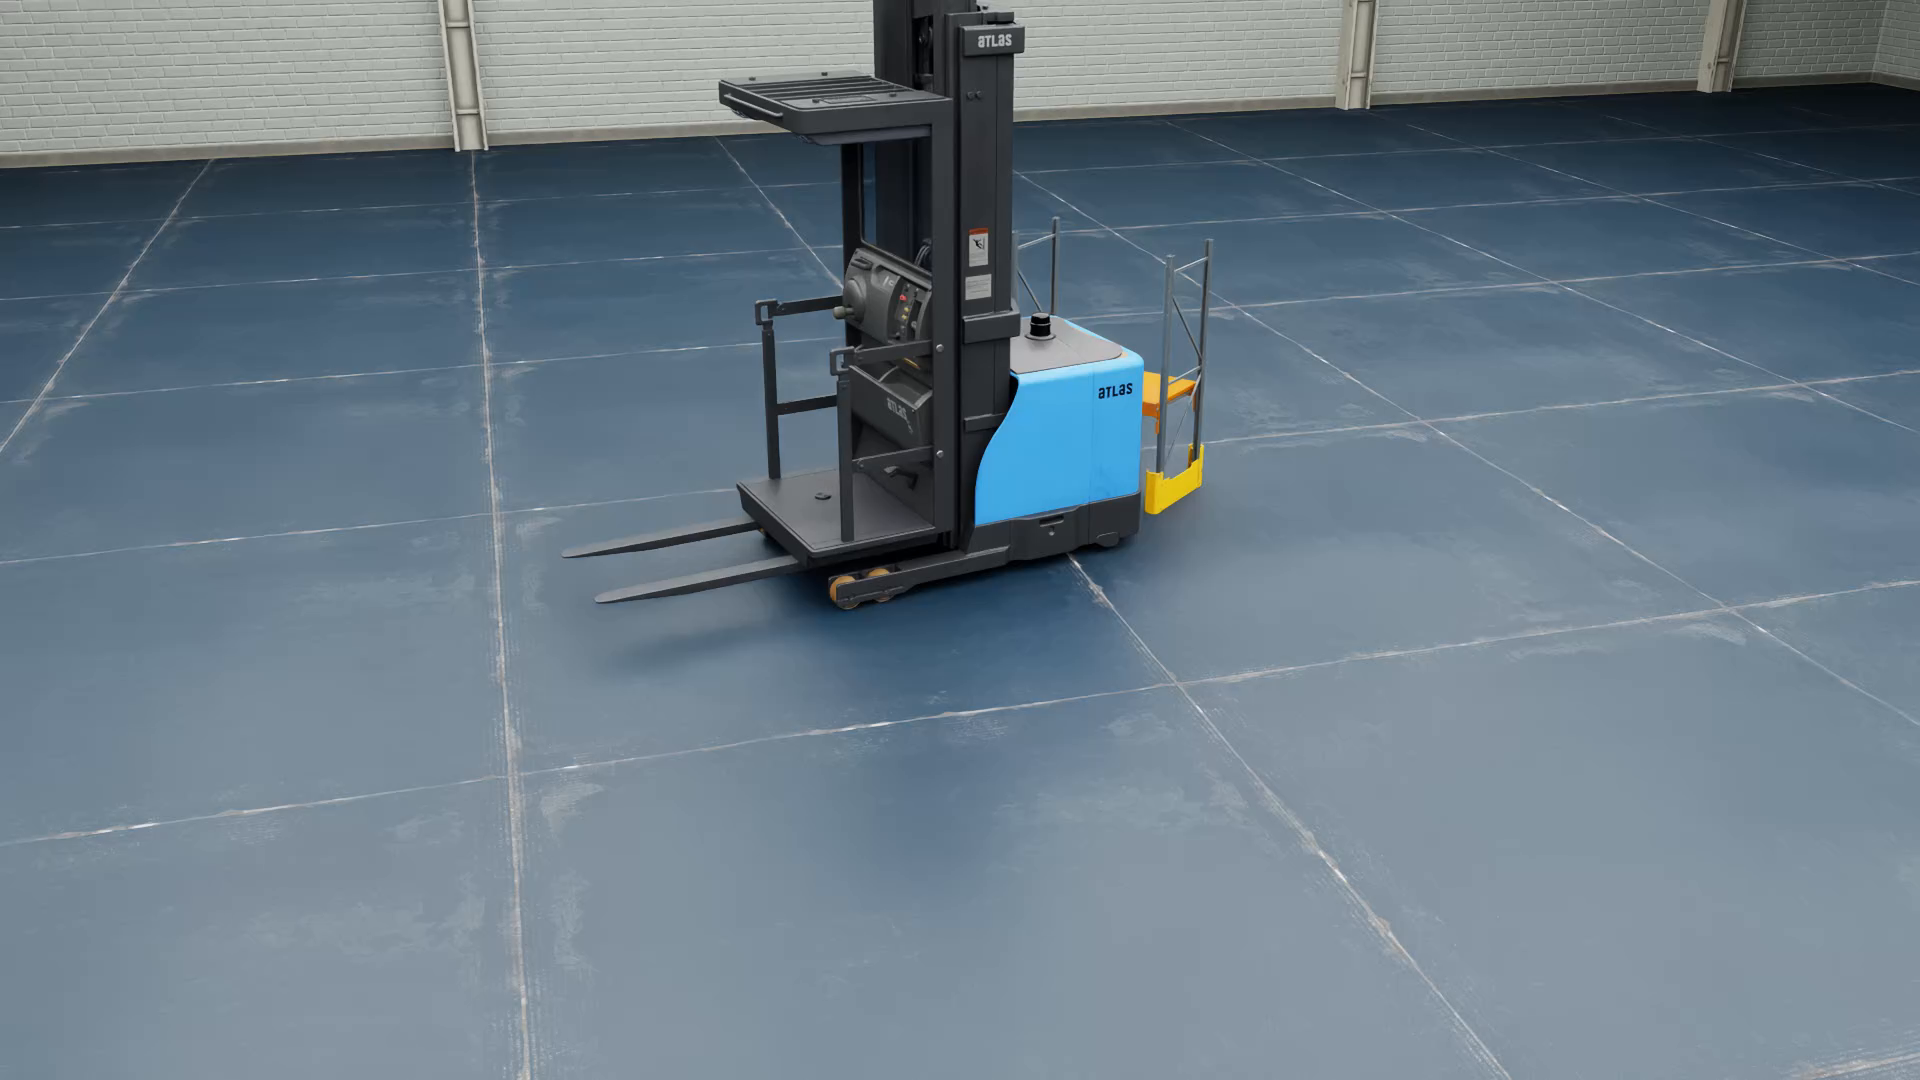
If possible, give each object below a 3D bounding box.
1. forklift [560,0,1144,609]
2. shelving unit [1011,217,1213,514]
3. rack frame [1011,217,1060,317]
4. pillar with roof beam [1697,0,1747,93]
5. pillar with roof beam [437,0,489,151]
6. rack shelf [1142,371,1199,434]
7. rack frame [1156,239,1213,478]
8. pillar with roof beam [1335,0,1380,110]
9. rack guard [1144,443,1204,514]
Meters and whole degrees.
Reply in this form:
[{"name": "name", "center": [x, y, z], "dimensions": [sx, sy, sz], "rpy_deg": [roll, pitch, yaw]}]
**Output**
[{"name": "forklift", "center": [-0.555, -1.233, 8.407], "dimensions": [3.031, 2.935, 1.130], "rpy_deg": [-12, 26, -25]}, {"name": "shelving unit", "center": [0.853, -1.050, 9.795], "dimensions": [1.083, 1.500, 0.587], "rpy_deg": [15, 28, 32]}, {"name": "rack frame", "center": [0.443, -1.163, 10.058], "dimensions": [0.032, 1.500, 0.500], "rpy_deg": [15, 28, 32]}, {"name": "pillar with roof beam", "center": [12.475, -9.247, 19.389], "dimensions": [0.400, 9.000, 9.100], "rpy_deg": [-6, 24, -14]}, {"name": "pillar with roof beam", "center": [-4.856, -7.330, 14.921], "dimensions": [0.400, 9.000, 9.100], "rpy_deg": [-6, 24, -14]}, {"name": "rack shelf", "center": [0.861, -0.883, 9.862], "dimensions": [1.000, 0.185, 0.538], "rpy_deg": [15, 28, 32]}, {"name": "rack frame", "center": [1.278, -0.934, 9.524], "dimensions": [0.032, 1.500, 0.500], "rpy_deg": [15, 28, 32]}, {"name": "pillar with roof beam", "center": [6.698, -8.608, 17.900], "dimensions": [0.400, 9.000, 9.100], "rpy_deg": [-6, 24, -14]}, {"name": "rack guard", "center": [1.262, -0.364, 9.780], "dimensions": [0.087, 0.250, 0.587], "rpy_deg": [15, 28, 32]}]
